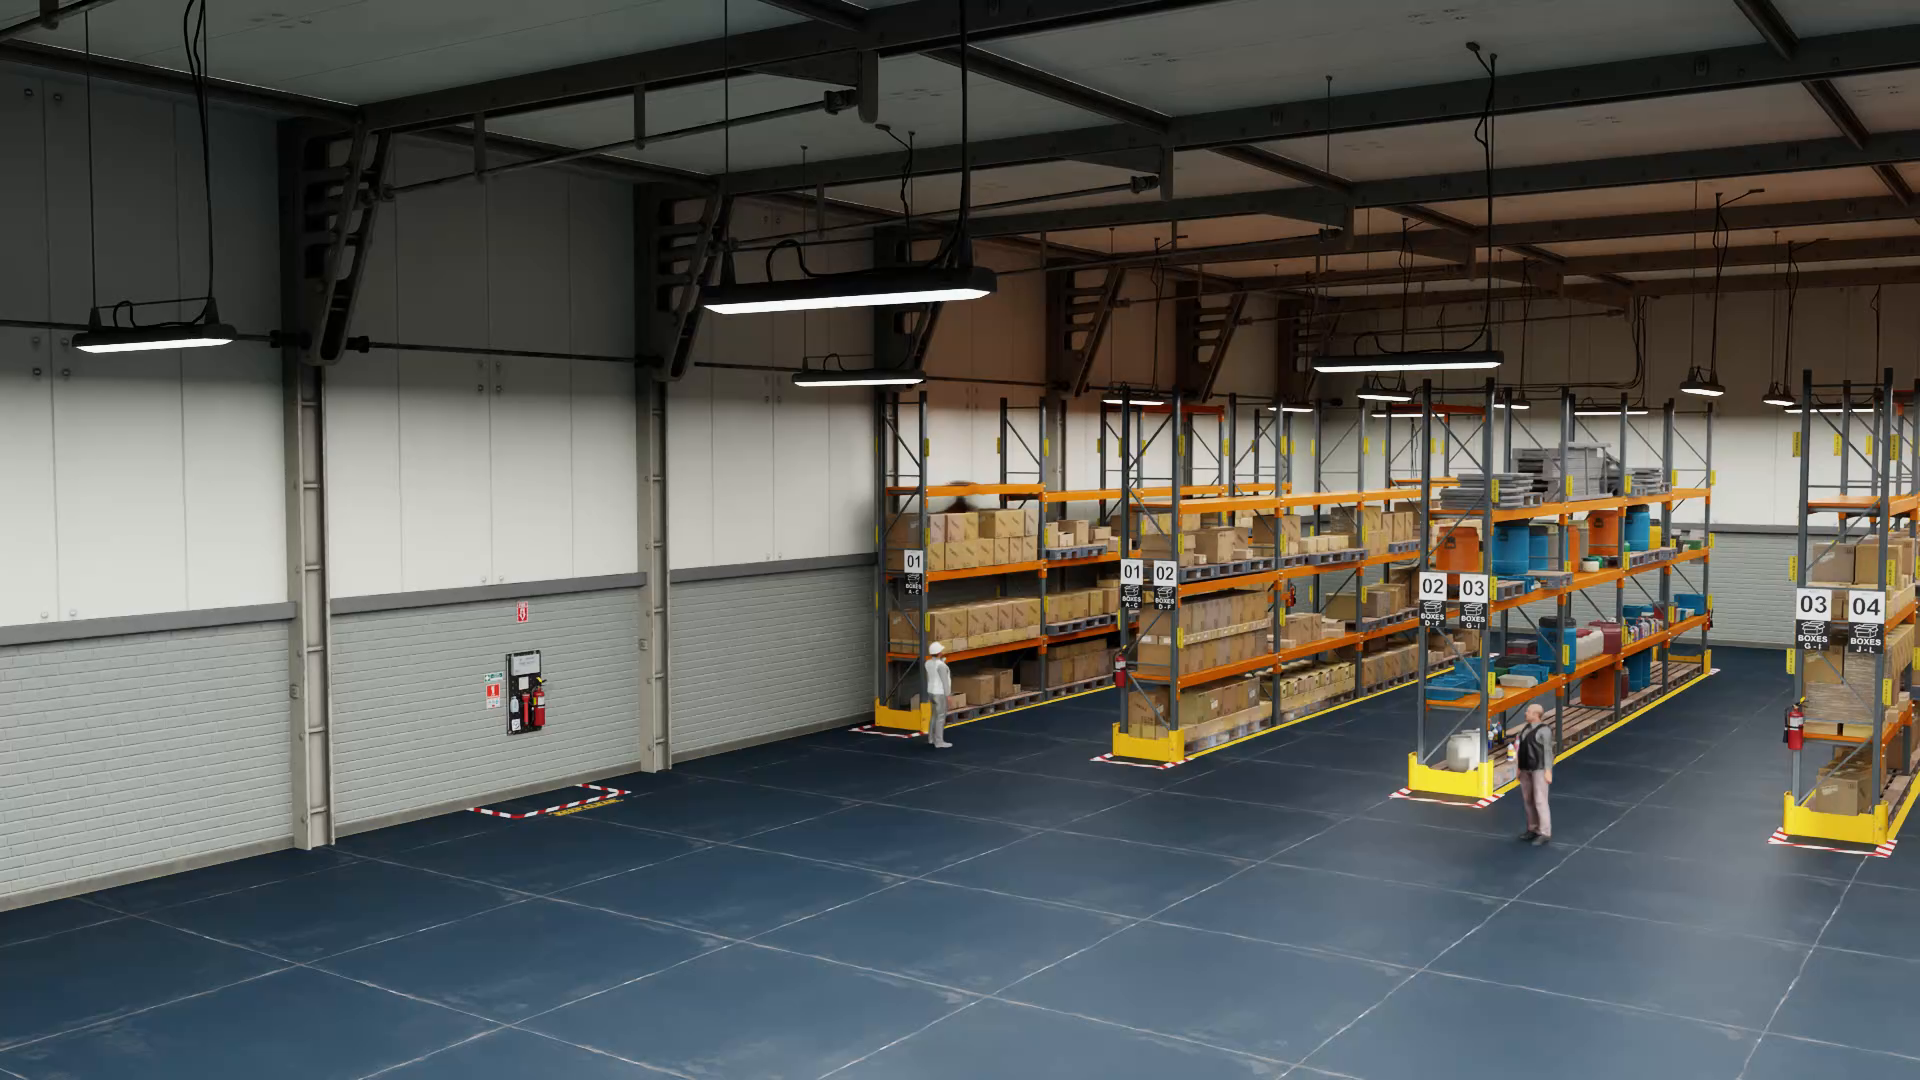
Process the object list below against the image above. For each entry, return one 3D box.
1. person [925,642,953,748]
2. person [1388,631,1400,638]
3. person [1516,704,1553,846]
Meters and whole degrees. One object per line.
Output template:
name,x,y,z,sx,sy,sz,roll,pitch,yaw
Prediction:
person,-0.354,2.590,27.825,0.424,1.795,0.631,-1,3,-25
person,10.776,1.869,41.477,0.623,1.689,0.911,1,3,13
person,7.295,2.966,21.185,0.454,1.737,0.608,-1,3,-23
